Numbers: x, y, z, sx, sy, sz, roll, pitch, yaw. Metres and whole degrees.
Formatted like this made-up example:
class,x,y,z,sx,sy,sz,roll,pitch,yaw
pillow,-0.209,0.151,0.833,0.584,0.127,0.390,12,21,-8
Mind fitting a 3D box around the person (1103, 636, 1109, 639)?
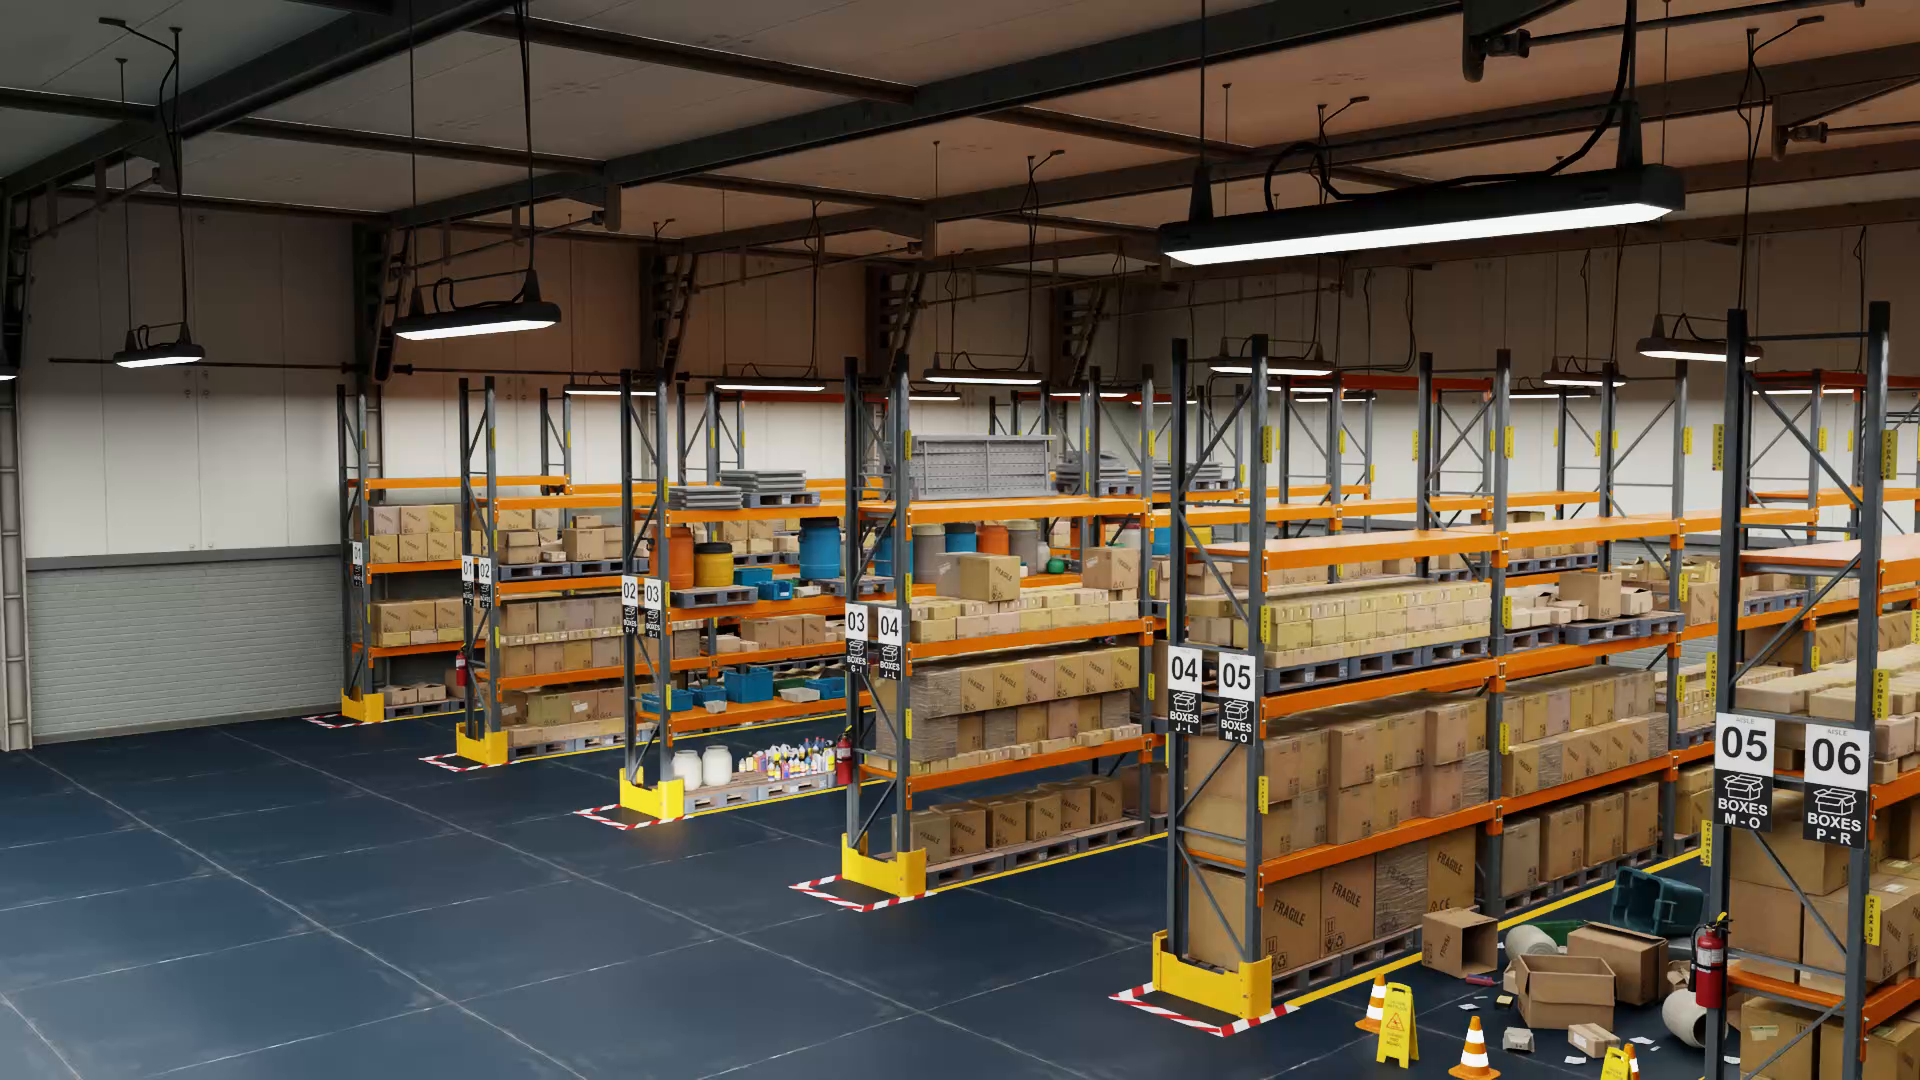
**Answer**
class,x,y,z,sx,sy,sz,roll,pitch,yaw
person,3.185,1.811,38.833,0.529,1.589,0.946,2,4,28
